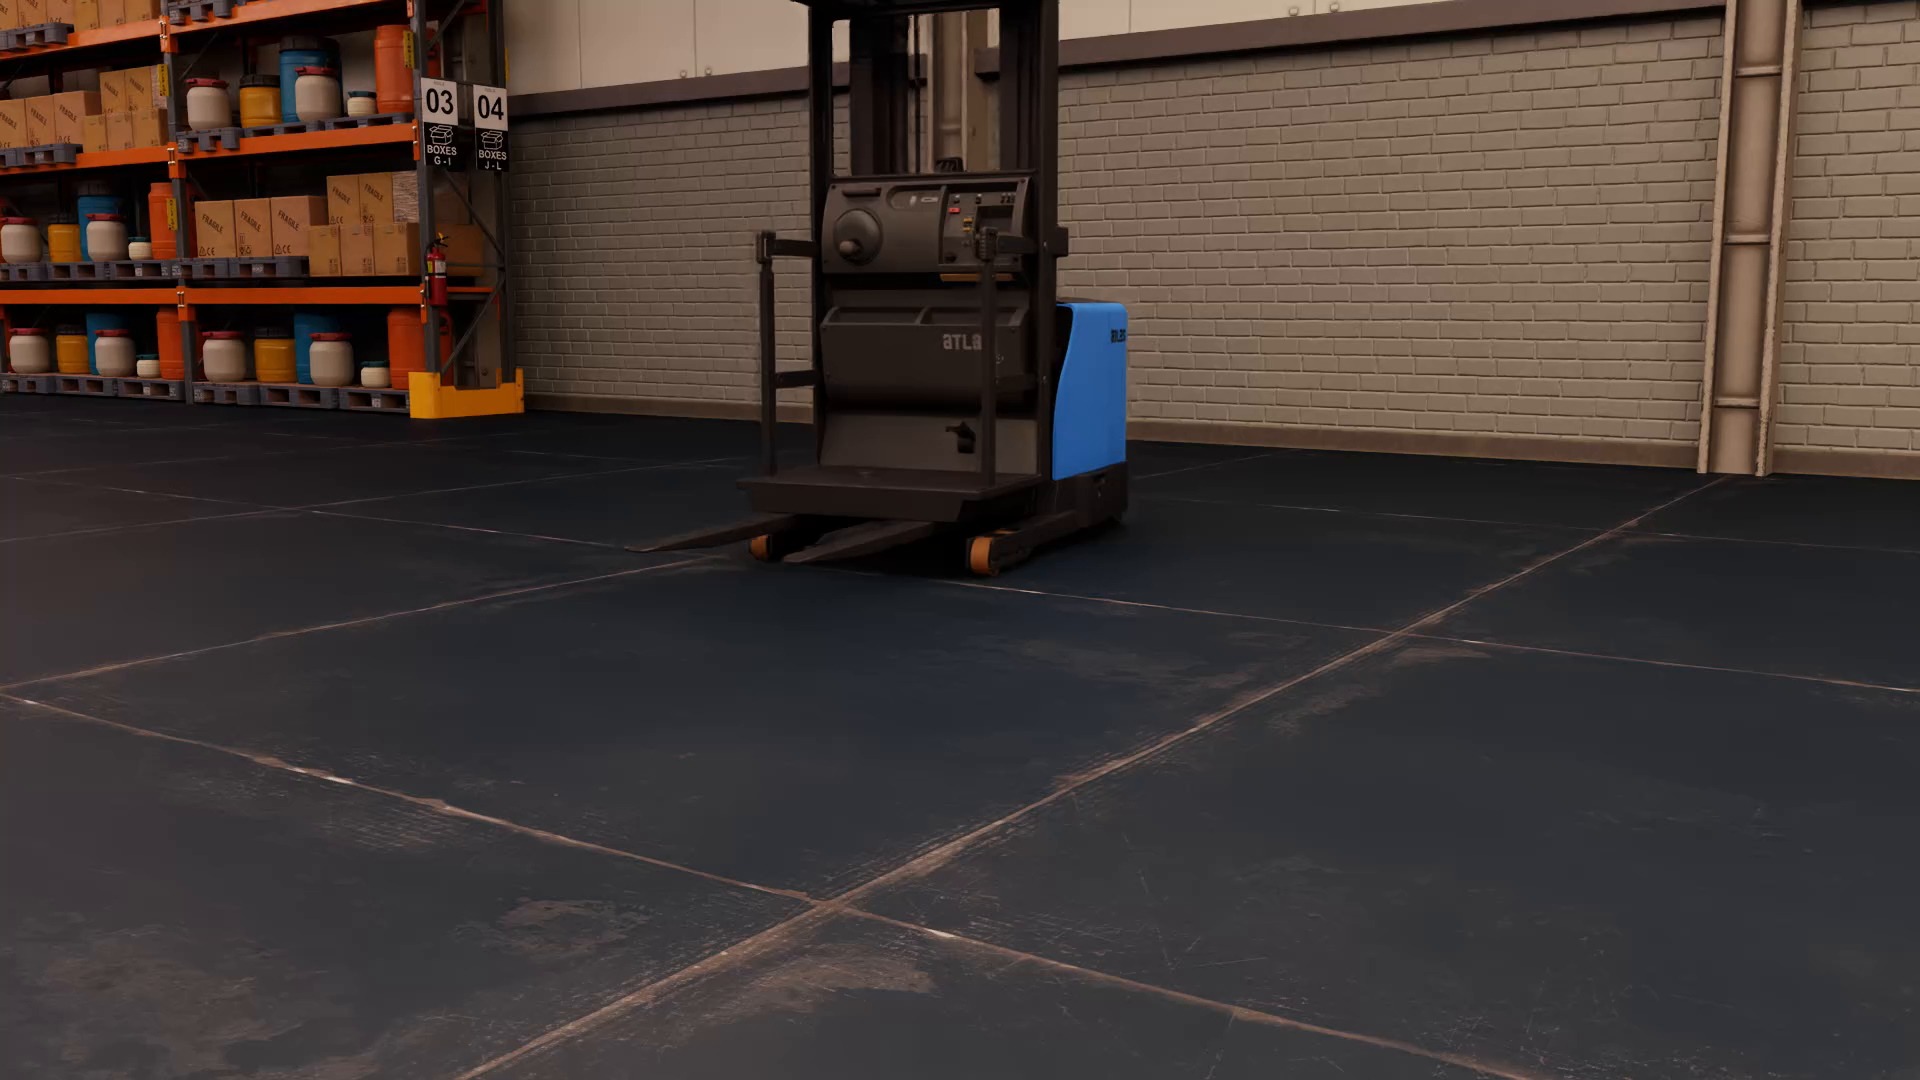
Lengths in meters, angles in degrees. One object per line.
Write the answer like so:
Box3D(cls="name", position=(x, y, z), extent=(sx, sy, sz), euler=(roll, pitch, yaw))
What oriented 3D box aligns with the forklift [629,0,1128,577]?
Box3D(cls="forklift", position=(-0.237, -1.371, 6.837), extent=(1.130, 2.935, 3.031), euler=(4, 9, 23))
